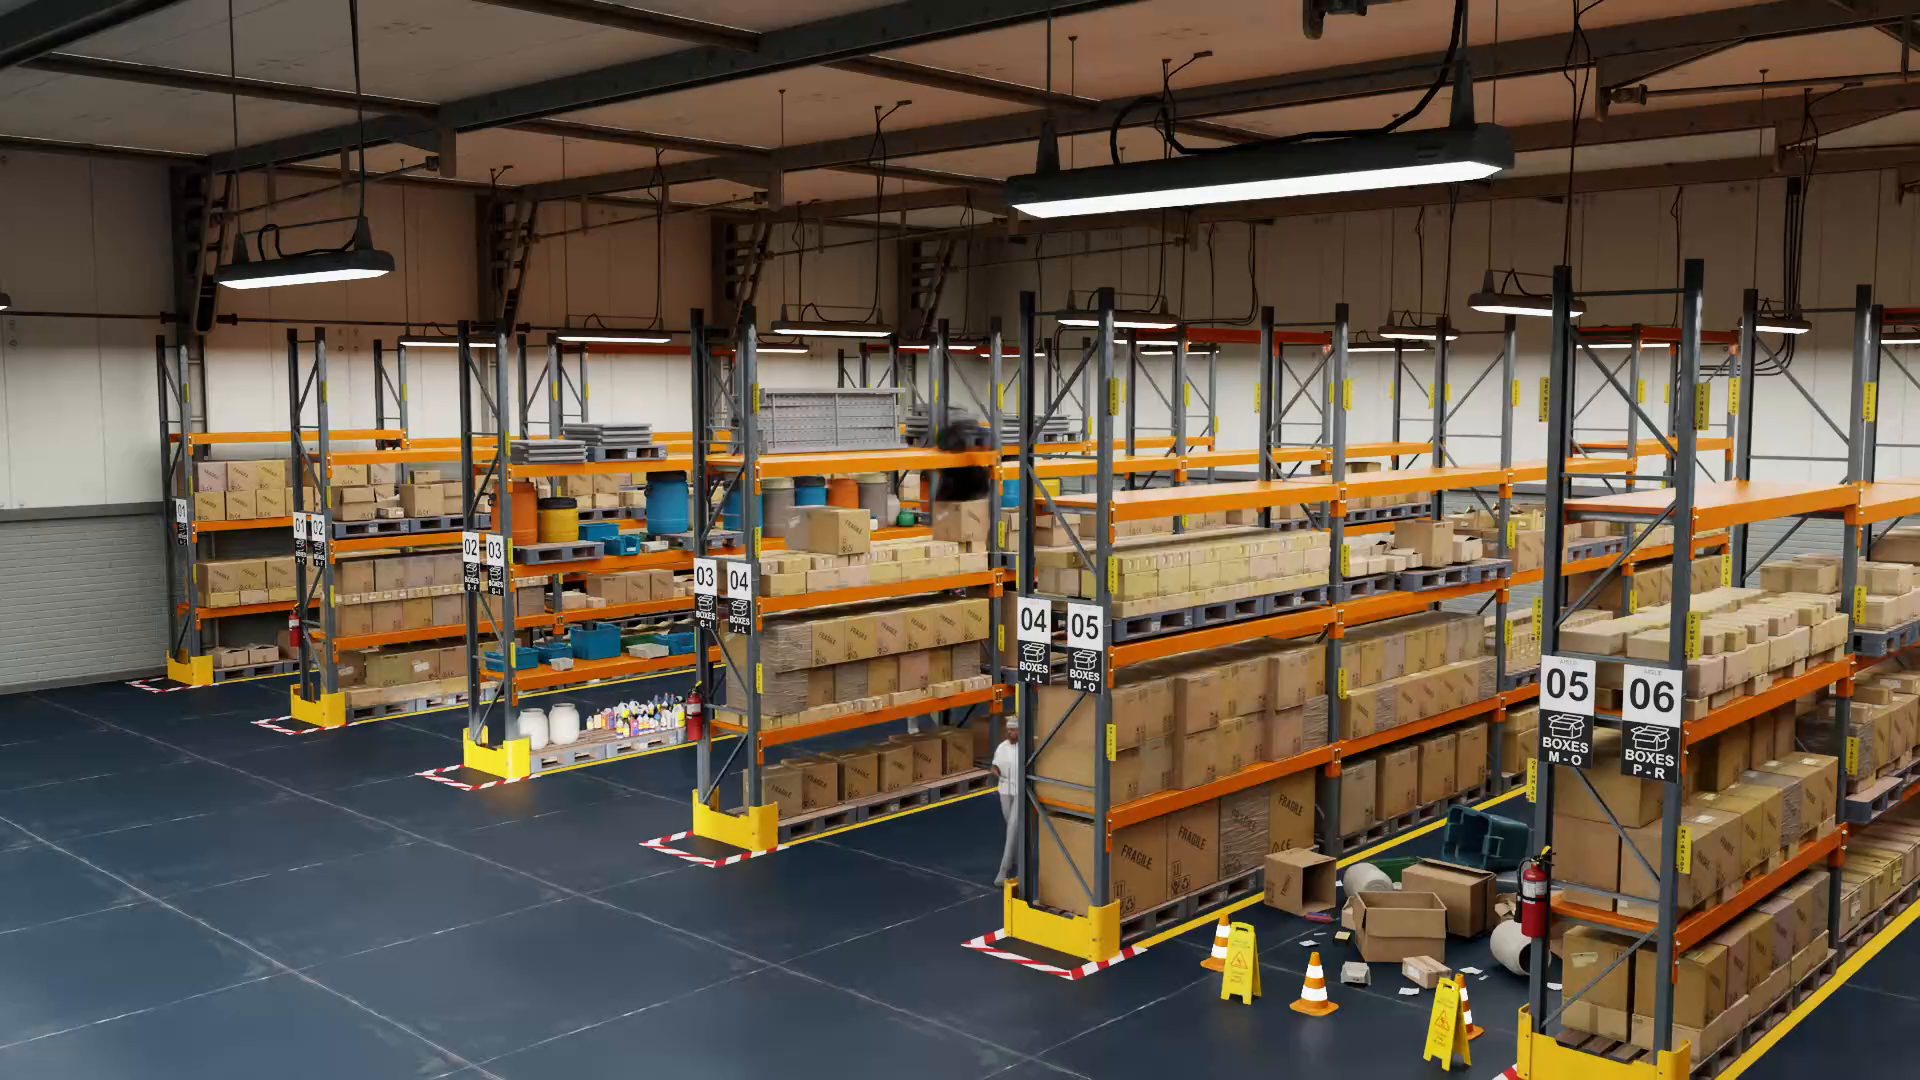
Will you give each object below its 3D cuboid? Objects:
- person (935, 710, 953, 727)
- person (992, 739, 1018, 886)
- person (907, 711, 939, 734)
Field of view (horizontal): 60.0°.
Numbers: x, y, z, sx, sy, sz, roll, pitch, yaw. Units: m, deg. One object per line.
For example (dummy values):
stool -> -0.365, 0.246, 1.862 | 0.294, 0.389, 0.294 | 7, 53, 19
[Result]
person -> -0.353, 1.958, 24.733 | 0.651, 1.744, 0.540 | 5, 7, 40
person -> 0.558, 2.792, 17.459 | 0.535, 1.431, 0.995 | 3, 6, 32
person -> -0.459, 2.122, 23.006 | 0.651, 1.787, 0.852 | 4, 7, 35
